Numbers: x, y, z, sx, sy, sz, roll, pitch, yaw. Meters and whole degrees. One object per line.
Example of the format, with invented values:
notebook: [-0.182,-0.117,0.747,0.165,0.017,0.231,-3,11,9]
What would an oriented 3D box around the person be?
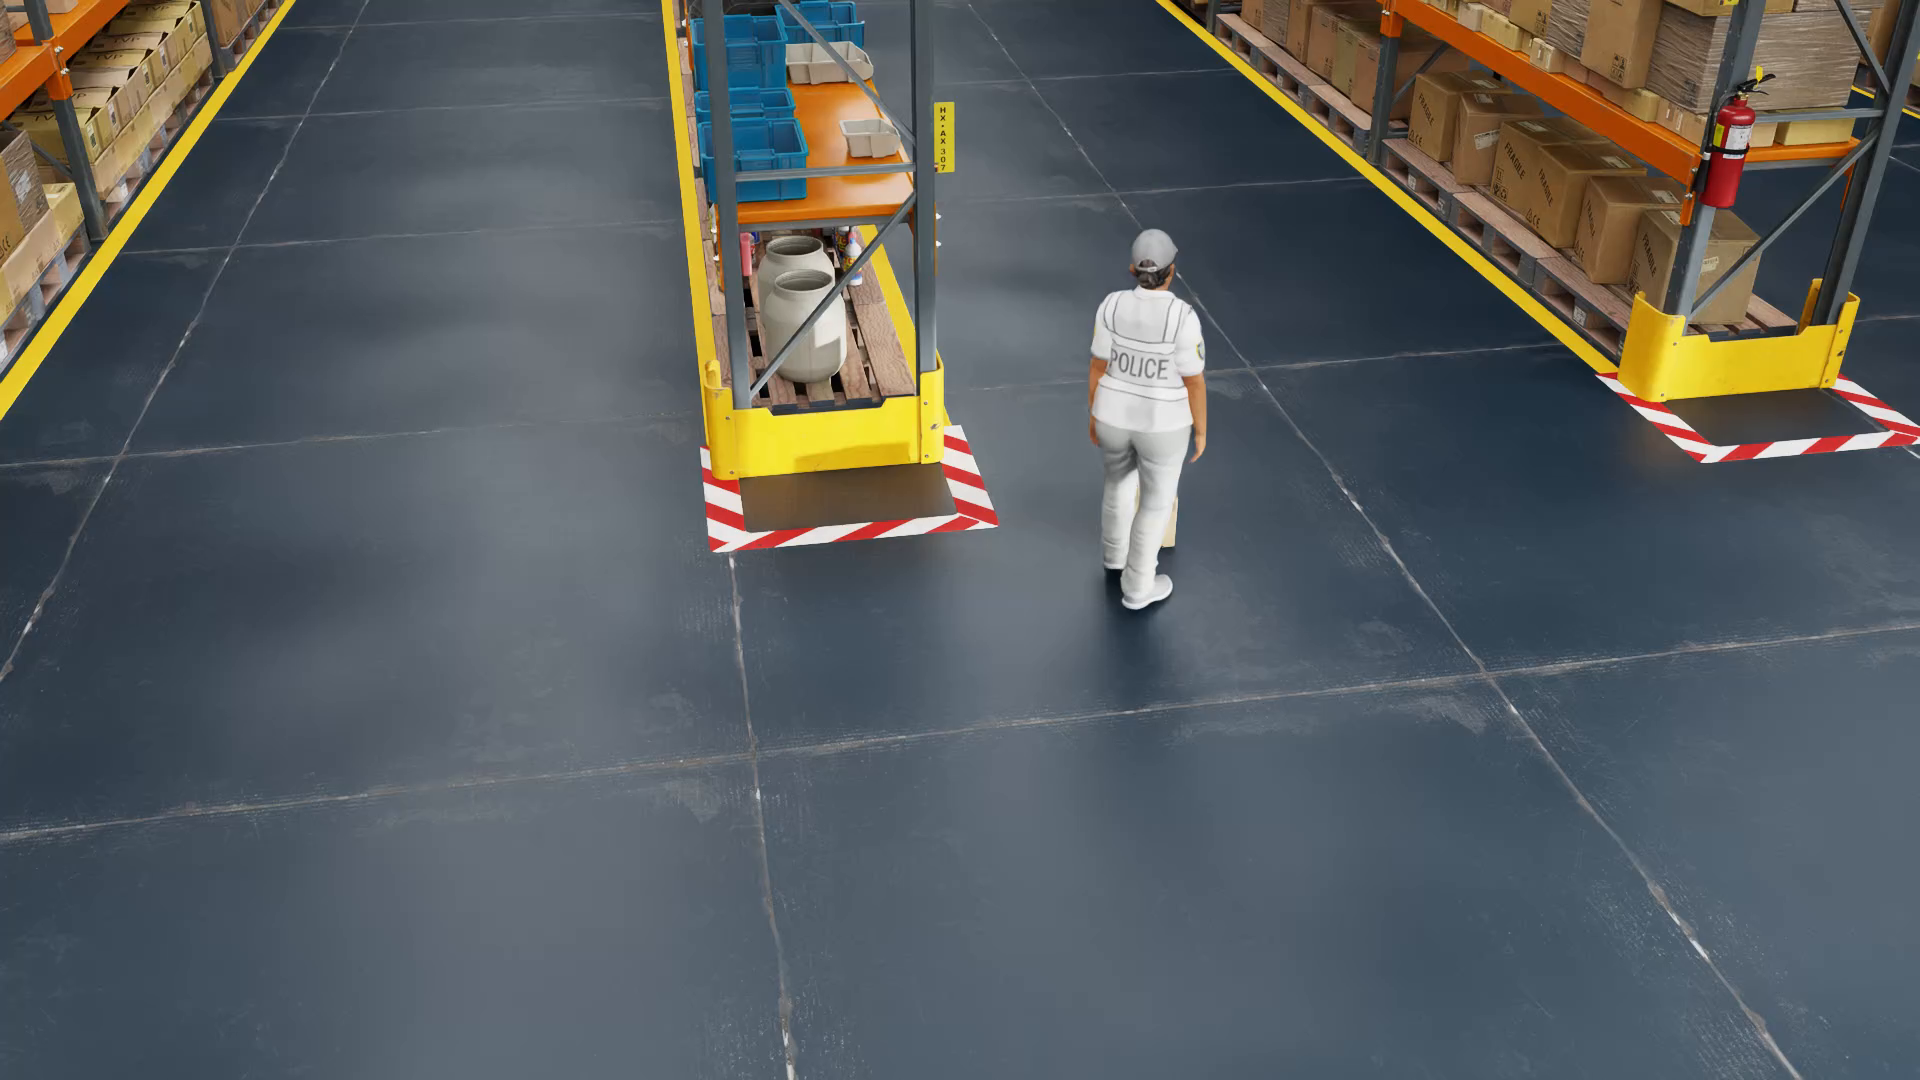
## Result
person: [0.810,-0.514,6.994,0.523,1.682,0.550,18,35,27]
